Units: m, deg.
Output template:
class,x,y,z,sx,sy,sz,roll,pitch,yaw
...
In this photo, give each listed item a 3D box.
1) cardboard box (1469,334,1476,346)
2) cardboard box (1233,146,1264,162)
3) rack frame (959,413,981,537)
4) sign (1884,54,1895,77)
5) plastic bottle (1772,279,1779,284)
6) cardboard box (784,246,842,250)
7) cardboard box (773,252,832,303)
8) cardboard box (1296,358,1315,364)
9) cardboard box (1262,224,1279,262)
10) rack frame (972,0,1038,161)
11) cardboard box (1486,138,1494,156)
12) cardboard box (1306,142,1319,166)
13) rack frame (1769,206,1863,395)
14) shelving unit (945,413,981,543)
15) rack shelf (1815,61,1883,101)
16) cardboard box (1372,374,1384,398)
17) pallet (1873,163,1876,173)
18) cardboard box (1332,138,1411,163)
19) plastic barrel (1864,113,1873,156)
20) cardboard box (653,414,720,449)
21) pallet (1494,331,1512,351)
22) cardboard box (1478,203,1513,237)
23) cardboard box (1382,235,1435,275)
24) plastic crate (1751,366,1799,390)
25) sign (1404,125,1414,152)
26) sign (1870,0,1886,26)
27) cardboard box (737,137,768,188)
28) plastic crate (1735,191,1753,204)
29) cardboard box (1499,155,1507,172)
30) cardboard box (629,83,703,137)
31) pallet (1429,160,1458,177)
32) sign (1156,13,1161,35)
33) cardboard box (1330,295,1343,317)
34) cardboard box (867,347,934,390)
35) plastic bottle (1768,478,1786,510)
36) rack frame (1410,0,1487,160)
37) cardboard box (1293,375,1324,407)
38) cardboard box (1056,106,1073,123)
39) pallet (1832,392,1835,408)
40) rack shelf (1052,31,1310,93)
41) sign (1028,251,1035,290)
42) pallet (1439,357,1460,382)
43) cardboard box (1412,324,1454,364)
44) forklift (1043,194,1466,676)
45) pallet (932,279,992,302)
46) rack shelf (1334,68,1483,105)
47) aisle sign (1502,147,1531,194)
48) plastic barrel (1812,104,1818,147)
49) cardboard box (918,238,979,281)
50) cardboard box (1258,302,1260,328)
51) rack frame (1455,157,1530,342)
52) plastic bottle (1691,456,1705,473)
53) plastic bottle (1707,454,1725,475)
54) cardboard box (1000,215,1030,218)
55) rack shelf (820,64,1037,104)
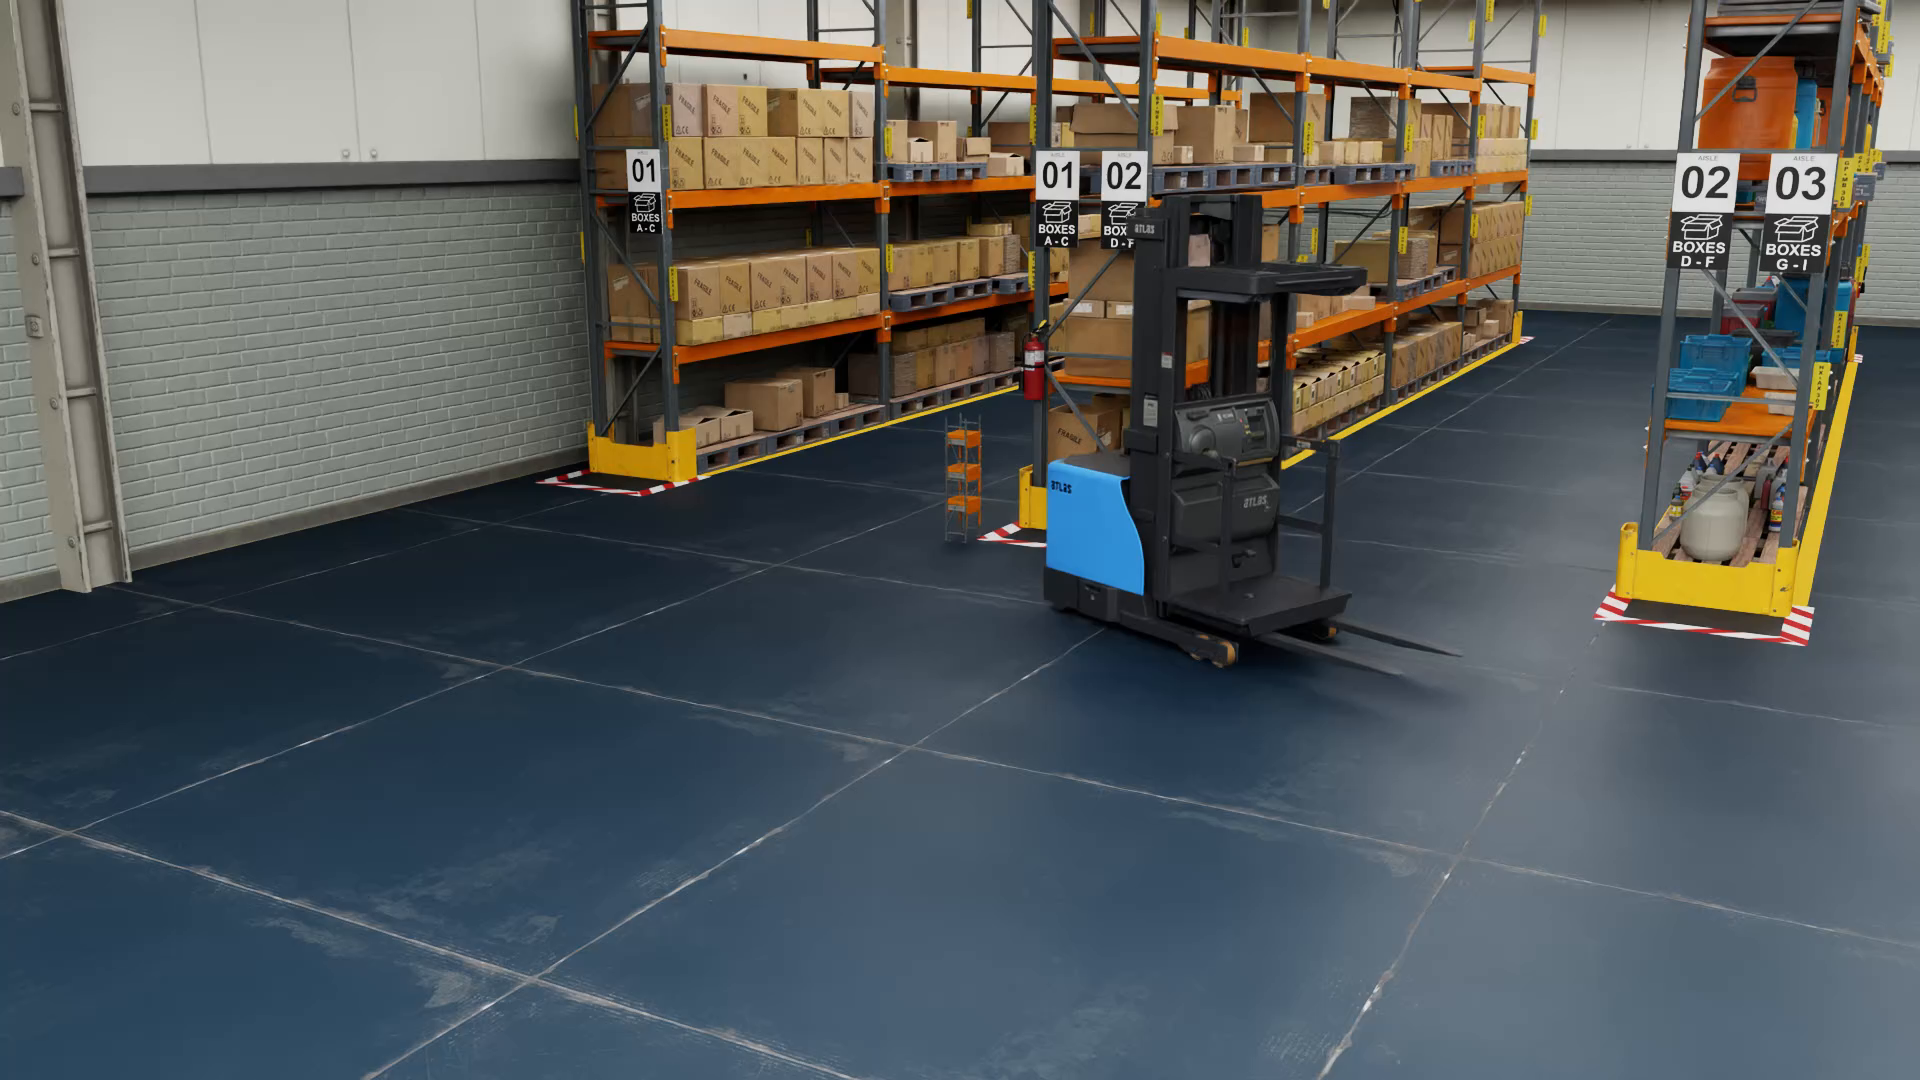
class,x,y,z,sx,sy,sz,roll,pitch,yaw
cardboard box,7.700,-3.088,25.549,0.380,0.166,0.250,7,15,28
cardboard box,2.688,-3.700,15.921,0.380,0.149,0.250,7,15,28
rack frame,0.085,-0.546,14.060,0.200,1.050,0.008,7,15,28
sign,13.656,-6.971,24.435,0.100,0.325,0.005,7,15,28
plastic bottle,10.228,-3.147,20.953,0.152,0.276,0.135,7,15,28
cardboard box,-1.717,-3.159,19.414,0.500,0.500,0.500,7,15,27
cardboard box,-1.754,-2.895,18.318,0.500,0.500,0.500,7,15,26
cardboard box,3.960,-2.043,19.884,0.500,0.311,0.500,7,15,27
cardboard box,2.822,-2.958,16.920,0.700,0.500,0.500,7,15,28
rack frame,0.627,-6.668,22.490,1.000,3.000,0.127,7,15,28
cardboard box,7.591,-5.814,24.603,0.500,0.250,0.500,7,15,28
cardboard box,3.601,-4.198,18.069,0.500,0.250,0.500,6,15,23
rack frame,11.233,-3.449,21.941,1.000,3.000,0.127,7,15,28
shelving unit,0.026,-0.521,13.956,0.215,1.050,0.252,7,15,28
rack shelf,10.266,-5.411,19.667,1.077,0.370,4.000,7,15,28
cardboard box,4.924,-1.923,20.579,0.500,0.250,0.500,8,16,29
pallet,10.394,-4.411,19.932,1.003,0.211,1.213,7,15,28
cardboard box,5.146,-4.791,20.892,0.910,0.500,0.500,7,15,28
plastic barrel,10.970,-4.993,20.646,0.600,0.588,0.600,0,14,0
cardboard box,-2.827,-1.148,17.195,0.500,0.311,0.500,6,15,22
pallet,8.411,-3.297,27.259,1.003,0.211,1.213,7,15,28
cardboard box,8.368,-5.034,26.165,0.500,0.500,0.500,8,16,30
cardboard box,6.099,-3.895,22.679,0.700,0.500,0.500,3,14,14
plastic crate,6.802,-1.318,13.663,0.530,0.136,0.437,7,15,28
sign,5.447,-4.874,20.179,0.100,0.325,0.005,7,15,28
sign,7.842,-4.558,14.186,0.100,0.325,0.005,7,15,28
cardboard box,-2.322,-3.880,17.070,0.500,0.500,0.500,8,16,31
plastic crate,6.090,-2.863,13.144,0.392,0.384,0.575,7,15,28
cardboard box,8.077,-5.776,25.511,0.500,0.250,0.500,7,15,28
cardboard box,-2.842,-4.164,16.116,0.500,0.500,0.500,6,15,24
pallet,6.023,-5.039,22.536,1.213,0.211,1.003,7,15,28
sign,3.041,-7.922,25.530,0.100,0.325,0.005,7,15,28
cardboard box,4.168,-2.893,19.421,0.500,0.500,0.500,6,15,25
cardboard box,-0.760,-2.194,21.128,0.700,0.500,0.500,7,15,27
plastic bottle,6.976,-0.394,14.142,0.152,0.276,0.135,8,16,29
rack frame,6.899,-6.928,23.569,1.000,3.000,0.127,7,15,28
cardboard box,3.696,-1.669,18.329,0.500,0.311,0.500,7,15,27
cardboard box,1.767,-6.376,24.930,0.500,0.250,0.500,7,15,26
pallet,10.235,-1.689,20.589,1.003,0.211,1.213,7,15,28
rack shelf,2.065,-4.332,15.190,1.077,0.370,4.000,7,15,28
sign,0.629,-2.292,14.163,0.100,0.325,0.005,7,15,28
pallet,6.539,-2.484,23.889,1.003,0.211,1.213,7,15,28
cardboard box,6.665,-2.776,23.542,0.500,0.500,0.500,7,15,28
forklift,1.905,-0.740,10.851,1.130,2.935,3.031,-10,17,-37
pallet,-0.294,-3.247,21.512,1.003,0.211,1.213,7,15,28
rack shelf,5.932,-5.973,21.998,1.077,0.370,4.000,7,15,28
aisle sign,9.134,-6.075,27.286,0.394,0.787,0.004,7,15,28
plastic barrel,8.396,-4.018,16.982,0.600,0.830,0.708,7,15,28
cardboard box,-0.174,-3.658,21.654,0.700,0.500,0.500,7,15,28
cardboard box,2.573,-2.218,16.620,0.700,0.500,0.500,7,15,27
rack frame,8.832,-4.832,27.676,1.000,3.000,0.127,7,15,28
plastic bottle,6.521,-0.577,14.739,0.144,0.351,0.185,7,15,26
plastic bottle,6.738,-0.599,14.832,0.144,0.351,0.185,7,15,28
cardboard box,0.873,-4.547,24.003,0.500,0.250,0.500,7,15,26
rack shelf,-0.340,-5.713,20.919,1.077,0.370,4.000,7,15,28
